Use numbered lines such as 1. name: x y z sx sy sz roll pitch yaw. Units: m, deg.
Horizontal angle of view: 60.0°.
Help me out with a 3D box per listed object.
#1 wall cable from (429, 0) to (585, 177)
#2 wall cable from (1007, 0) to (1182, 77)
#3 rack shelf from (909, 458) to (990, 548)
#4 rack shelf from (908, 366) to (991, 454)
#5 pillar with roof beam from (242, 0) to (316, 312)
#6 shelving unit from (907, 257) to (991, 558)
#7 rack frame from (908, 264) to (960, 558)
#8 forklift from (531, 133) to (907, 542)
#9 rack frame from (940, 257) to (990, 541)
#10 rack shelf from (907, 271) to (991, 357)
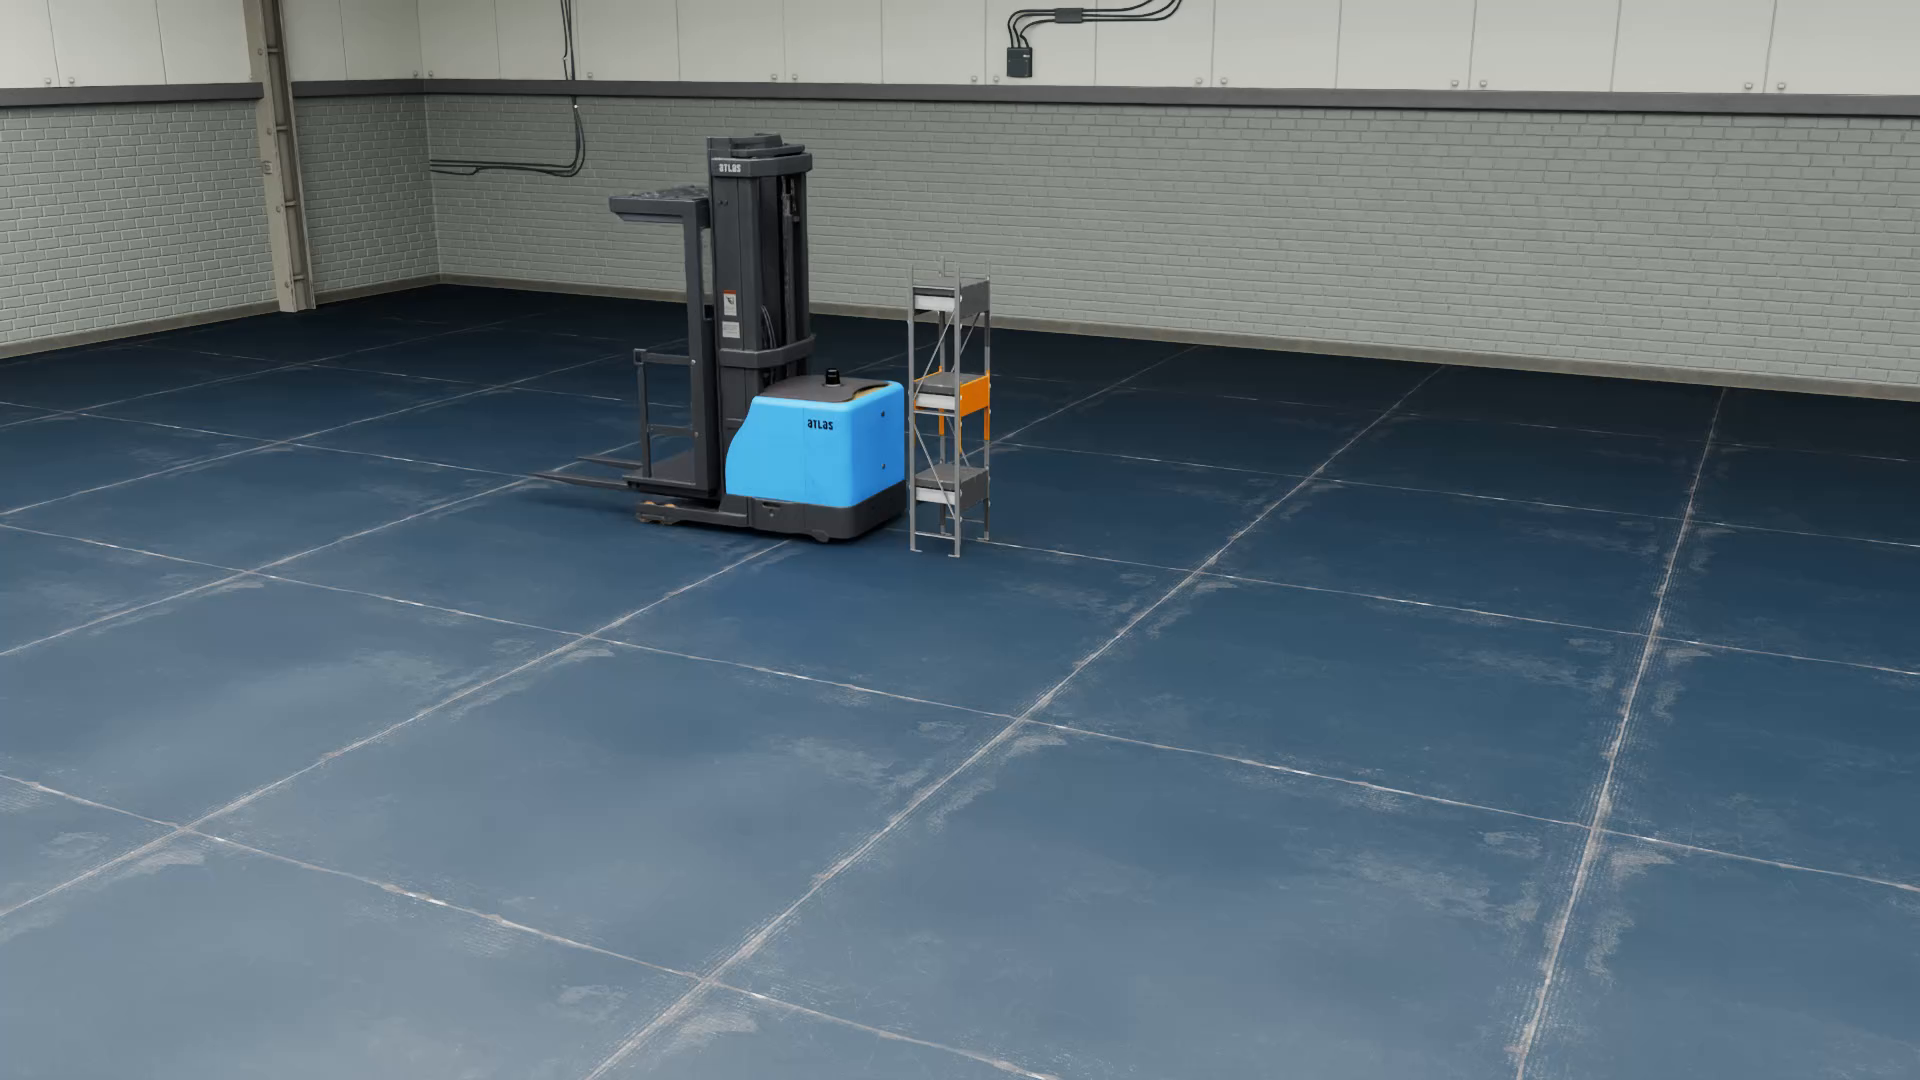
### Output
1. wall cable: -6.853 -6.659 24.593 3.097 2.526 0.112 8 18 25
2. wall cable: 1.633 -8.566 19.586 2.305 6.003 0.169 8 18 25
3. rack shelf: -0.074 -0.280 12.287 0.431 0.518 0.480 8 18 25
4. rack shelf: -0.074 -0.951 12.087 0.431 0.518 0.480 8 18 25
5. pillar with roof beam: -5.501 -7.018 20.347 9.100 9.000 0.400 8 18 25
6. shelving unit: -0.074 -0.964 12.083 0.431 2.100 0.503 8 18 25
7. rack frame: -0.183 -0.902 11.874 0.400 2.100 0.015 8 18 25
8. forklift: -1.983 -1.646 12.918 3.031 2.935 1.130 7 18 23
9. rack frame: 0.035 -1.027 12.293 0.400 2.100 0.015 8 18 25
10. rack shelf: -0.074 -1.622 11.888 0.431 0.518 0.480 8 18 25
